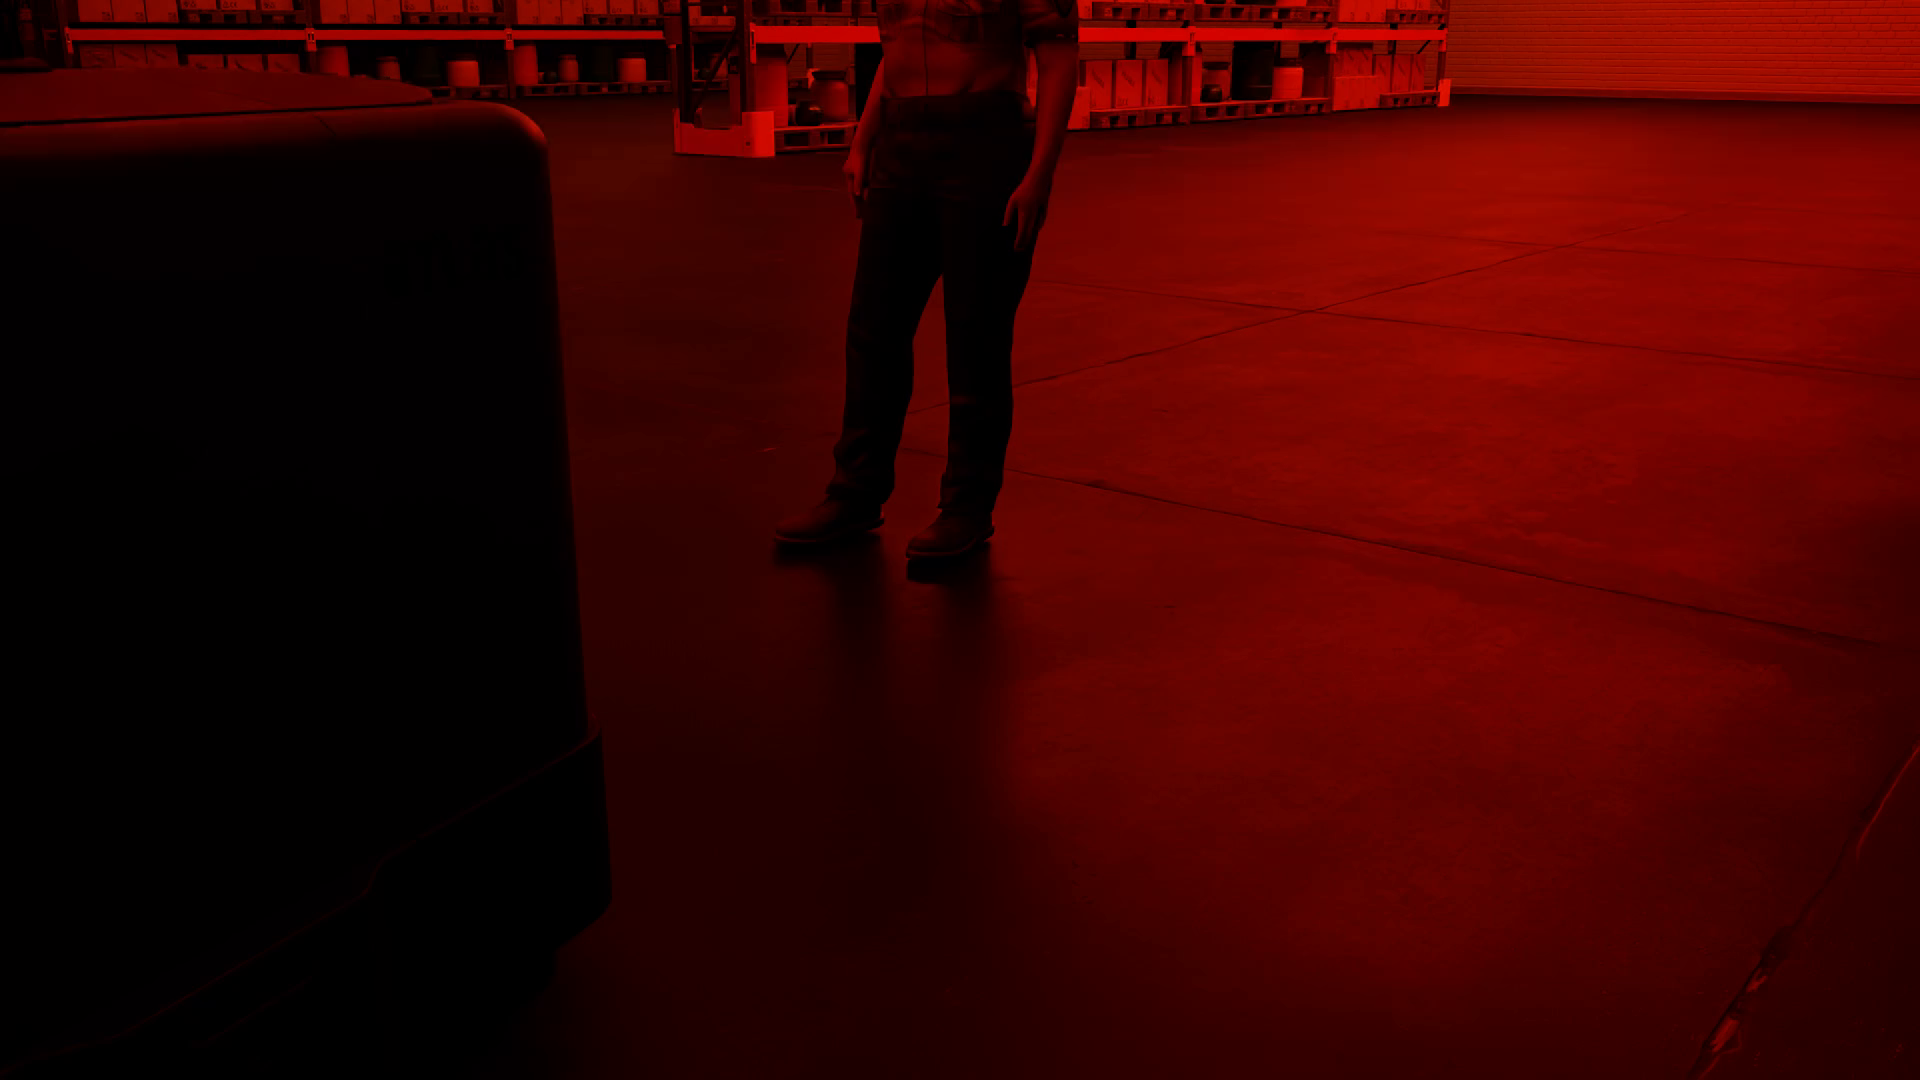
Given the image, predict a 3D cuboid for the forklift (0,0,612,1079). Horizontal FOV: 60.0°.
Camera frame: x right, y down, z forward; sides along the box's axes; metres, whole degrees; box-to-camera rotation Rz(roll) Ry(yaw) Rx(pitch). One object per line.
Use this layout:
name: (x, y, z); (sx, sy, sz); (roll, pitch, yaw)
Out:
forklift: (-1.568, -0.555, 0.724); (1.130, 2.935, 3.031); (8, 19, 26)

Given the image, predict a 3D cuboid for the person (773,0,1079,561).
person: (-0.074, -0.780, 3.648); (0.598, 1.651, 0.503); (13, 21, 37)
